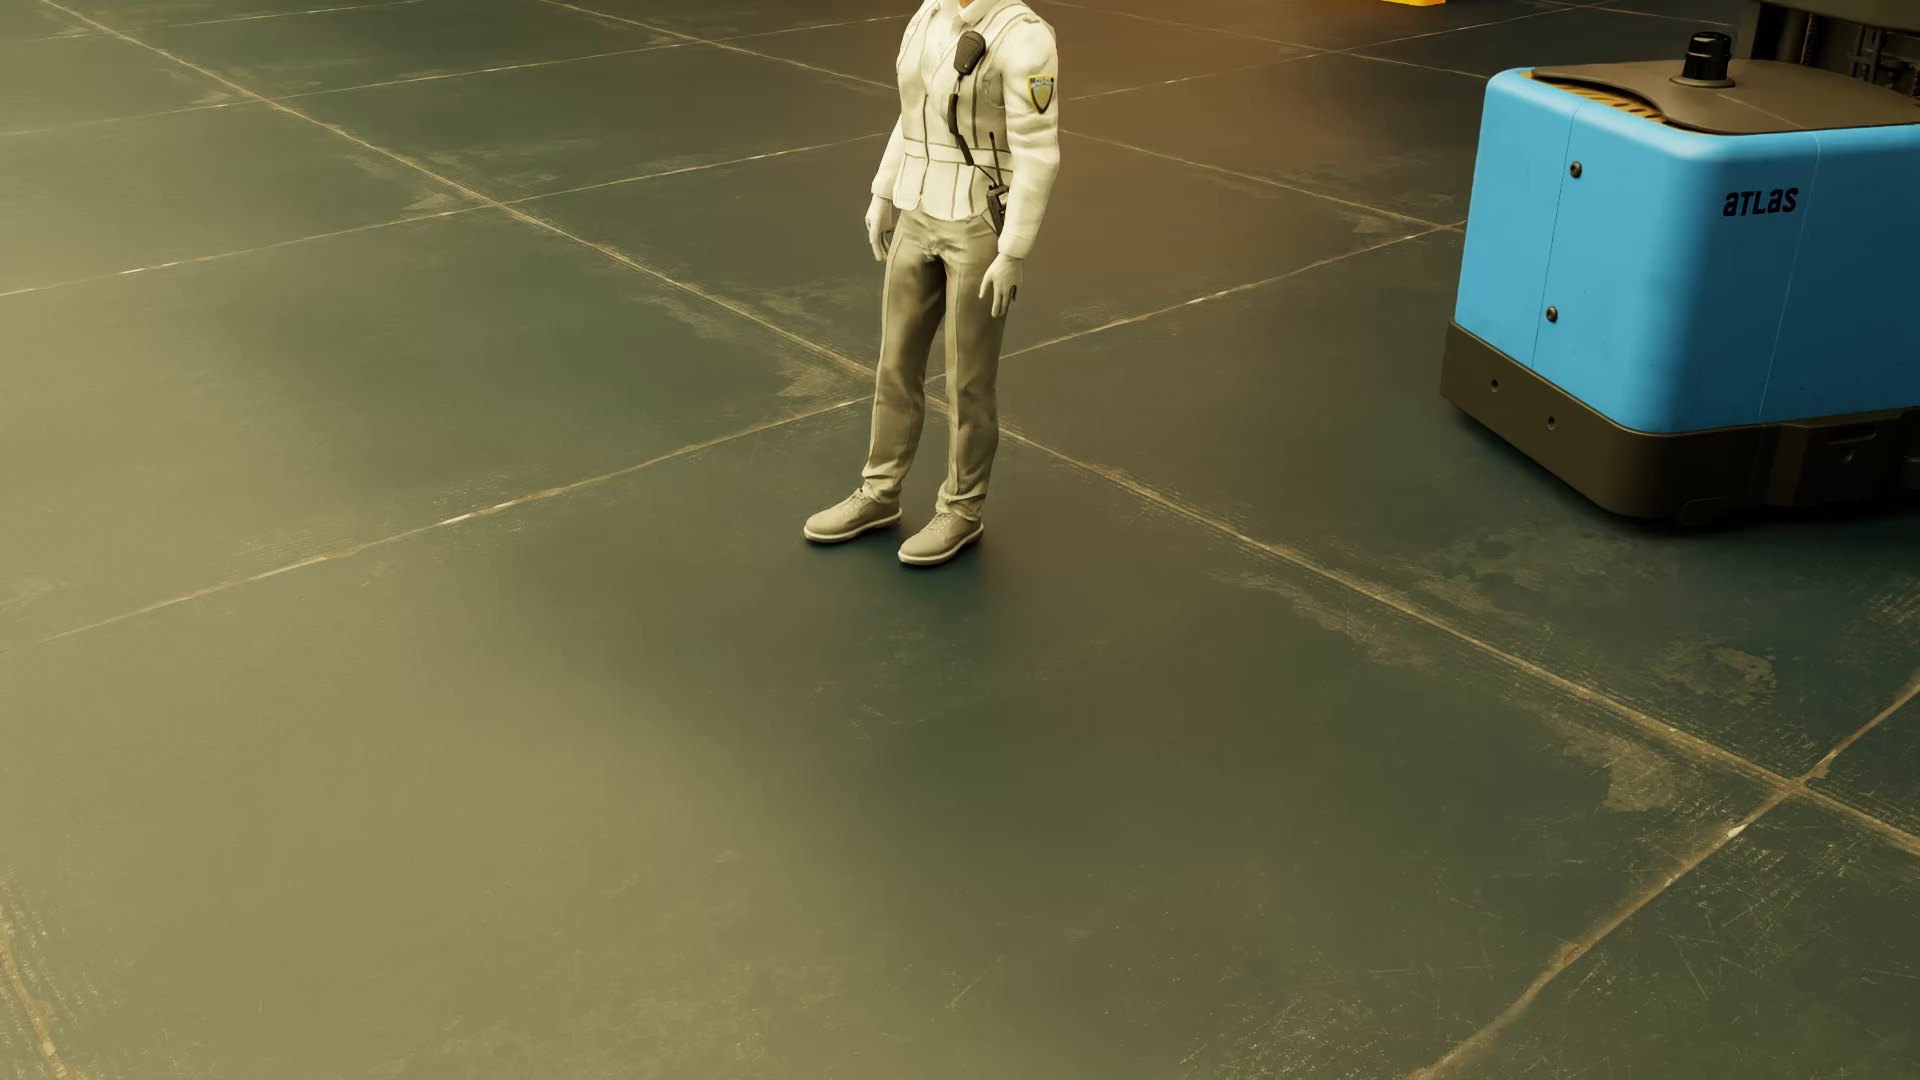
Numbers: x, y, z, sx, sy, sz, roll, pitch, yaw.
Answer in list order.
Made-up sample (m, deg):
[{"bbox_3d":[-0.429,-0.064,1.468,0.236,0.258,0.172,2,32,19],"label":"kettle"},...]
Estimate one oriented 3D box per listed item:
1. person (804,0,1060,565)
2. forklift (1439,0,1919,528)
[{"bbox_3d":[-0.056,-0.749,4.087,0.533,1.696,0.588,-20,33,-35],"label":"person"},{"bbox_3d":[3.098,-1.691,4.611,3.031,2.935,1.130,-7,27,-13],"label":"forklift"}]
